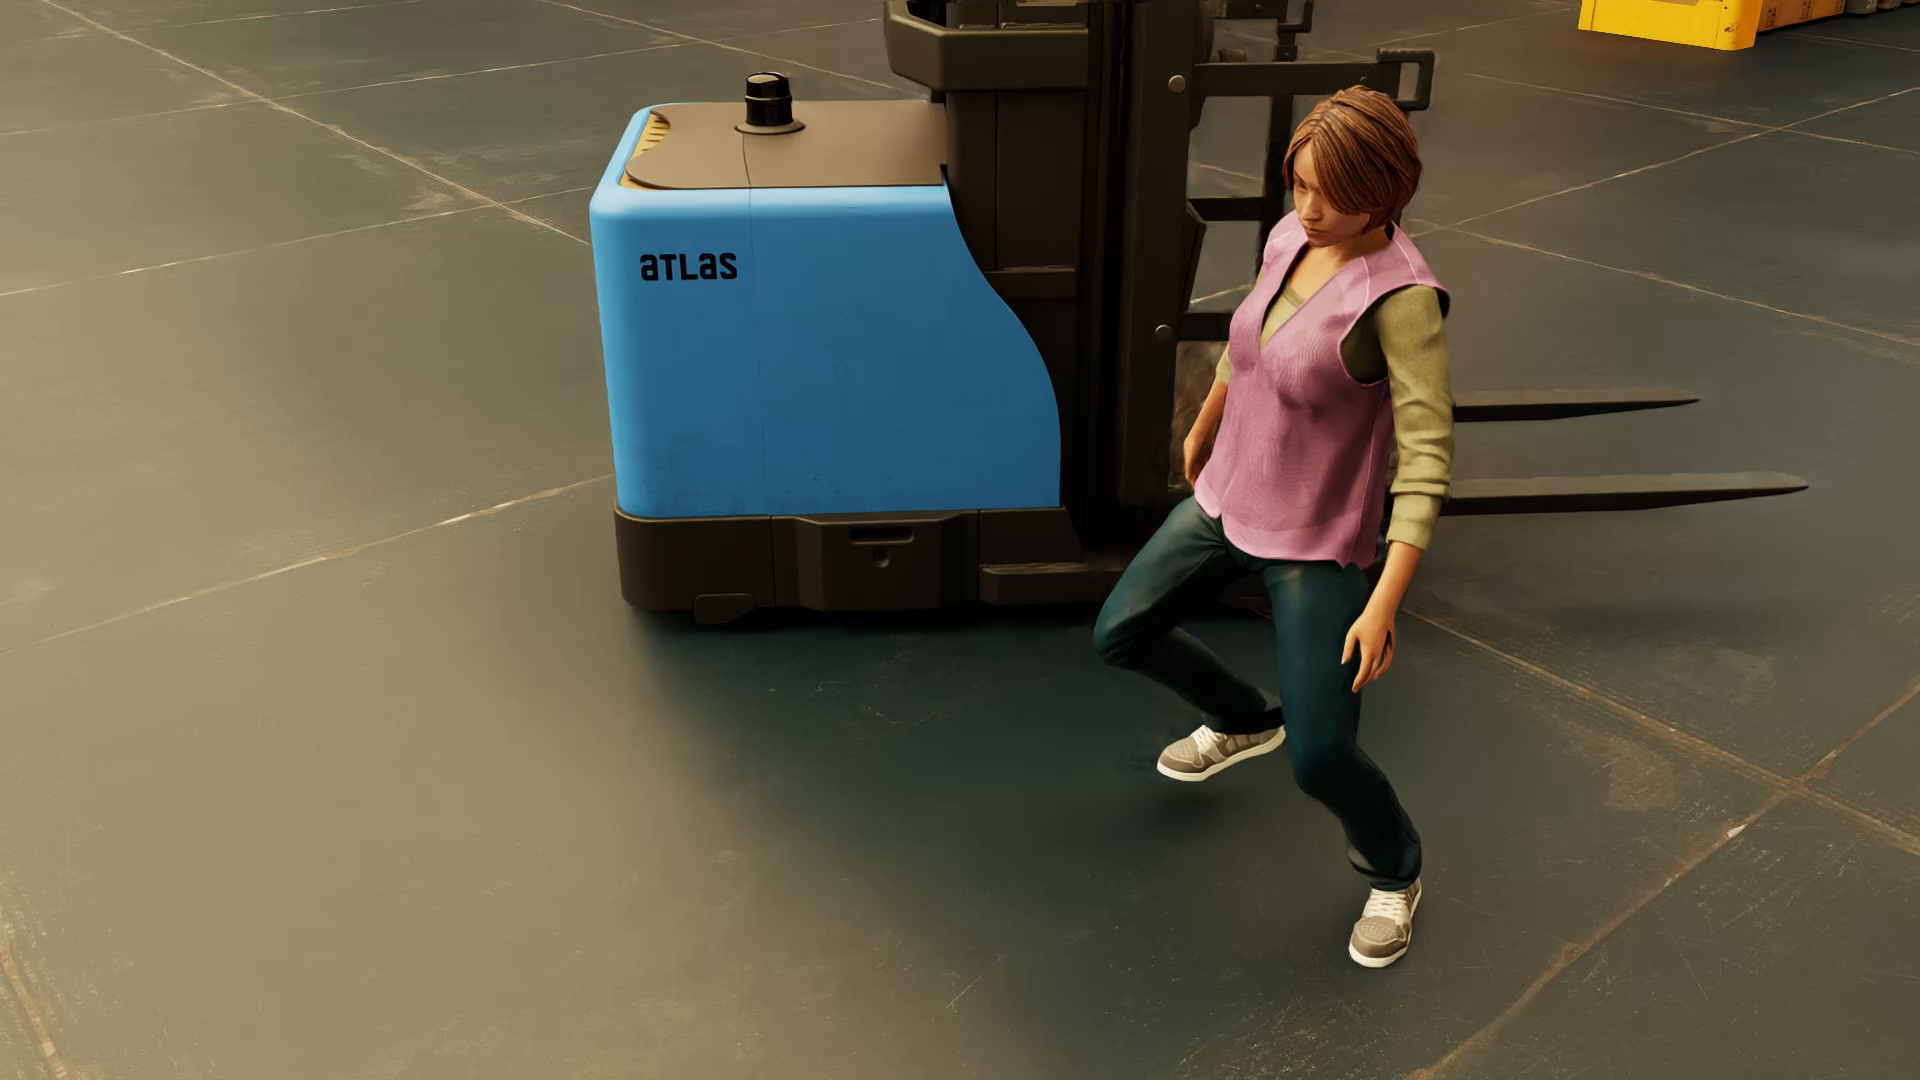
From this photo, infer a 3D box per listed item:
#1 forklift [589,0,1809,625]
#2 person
[{"bbox_3d":[0.654,-1.353,3.930,3.031,2.935,1.130,-2,26,-4],"label":"forklift"},{"bbox_3d":[0.564,-0.028,2.895,0.486,1.499,0.775,-11,28,-21],"label":"person"}]
